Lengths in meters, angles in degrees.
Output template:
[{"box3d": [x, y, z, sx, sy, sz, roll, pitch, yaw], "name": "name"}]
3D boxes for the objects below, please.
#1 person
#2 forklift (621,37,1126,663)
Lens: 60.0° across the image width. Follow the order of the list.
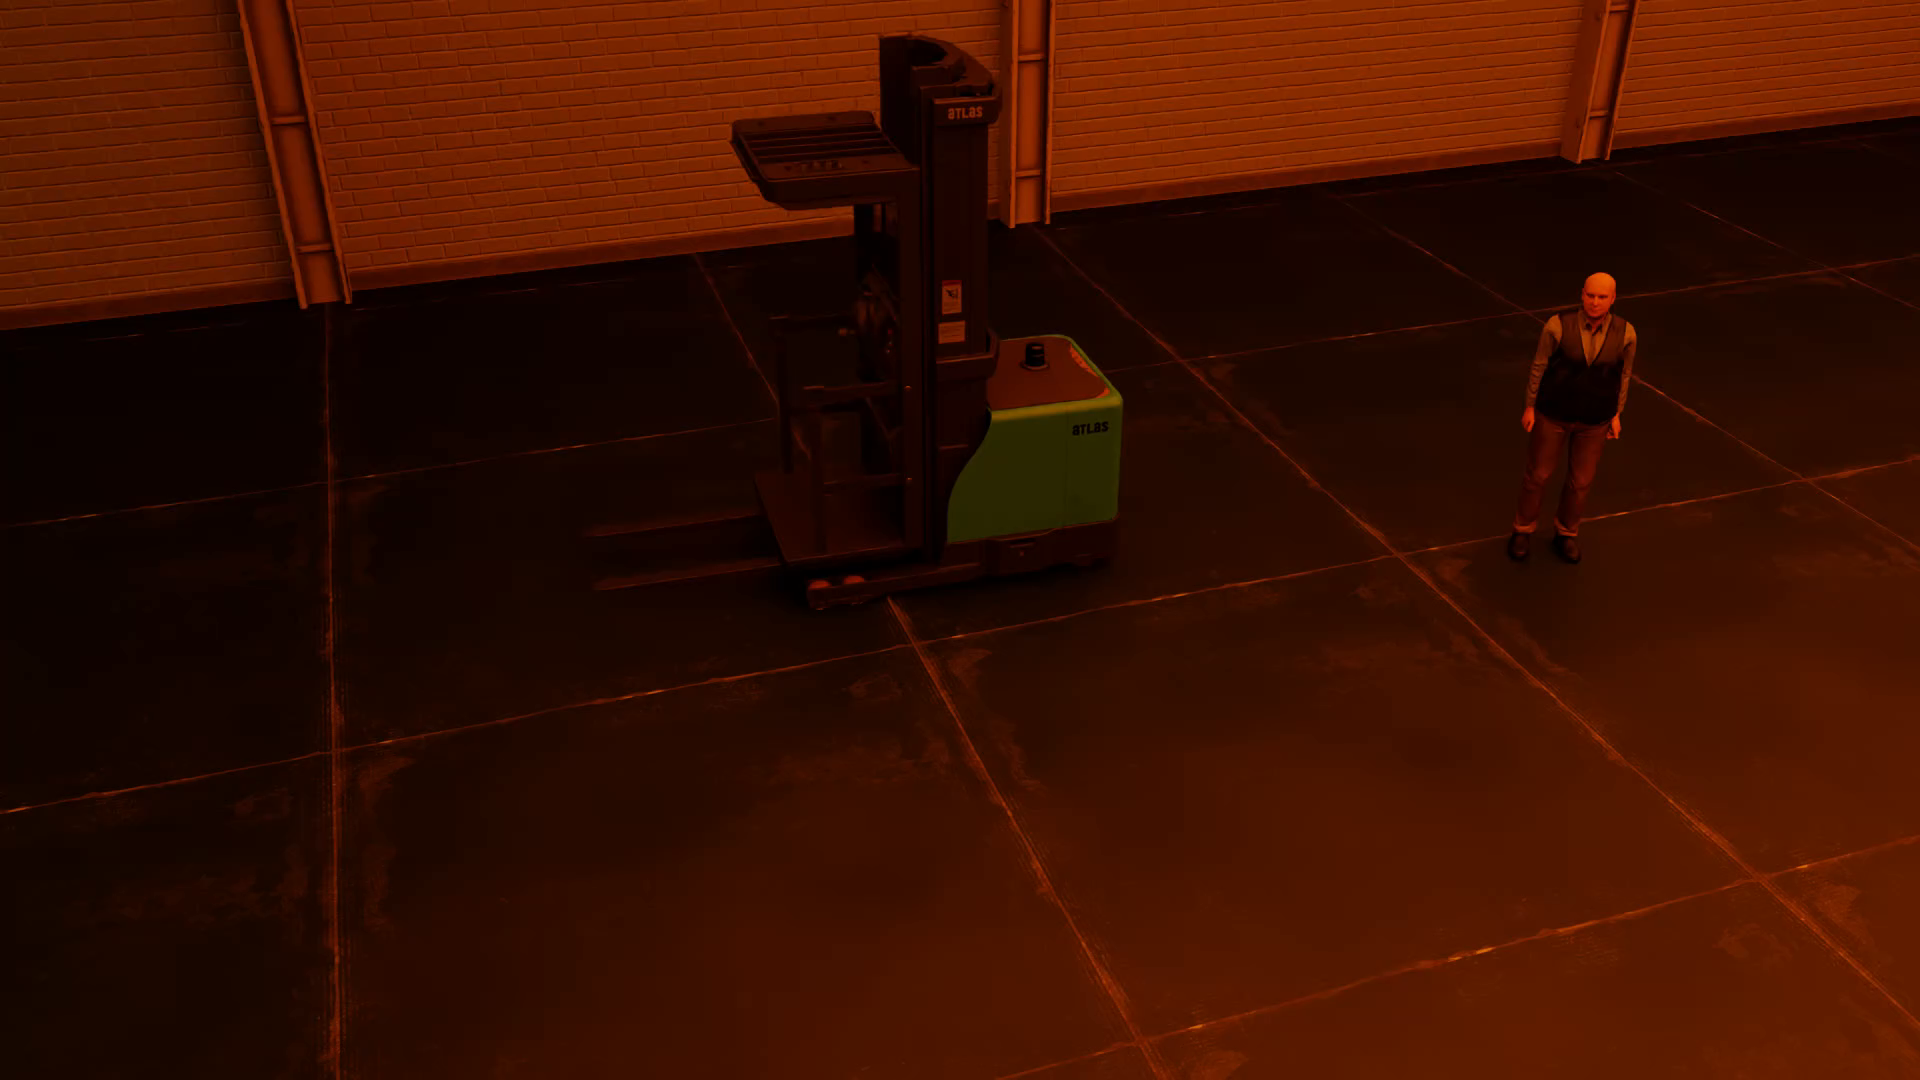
[{"box3d": [3.515, -0.699, 9.516, 0.525, 1.725, 0.373, 5, 30, 9], "name": "person"}, {"box3d": [-0.461, -1.072, 8.951, 3.031, 2.935, 1.130, -23, 37, -34], "name": "forklift"}]
